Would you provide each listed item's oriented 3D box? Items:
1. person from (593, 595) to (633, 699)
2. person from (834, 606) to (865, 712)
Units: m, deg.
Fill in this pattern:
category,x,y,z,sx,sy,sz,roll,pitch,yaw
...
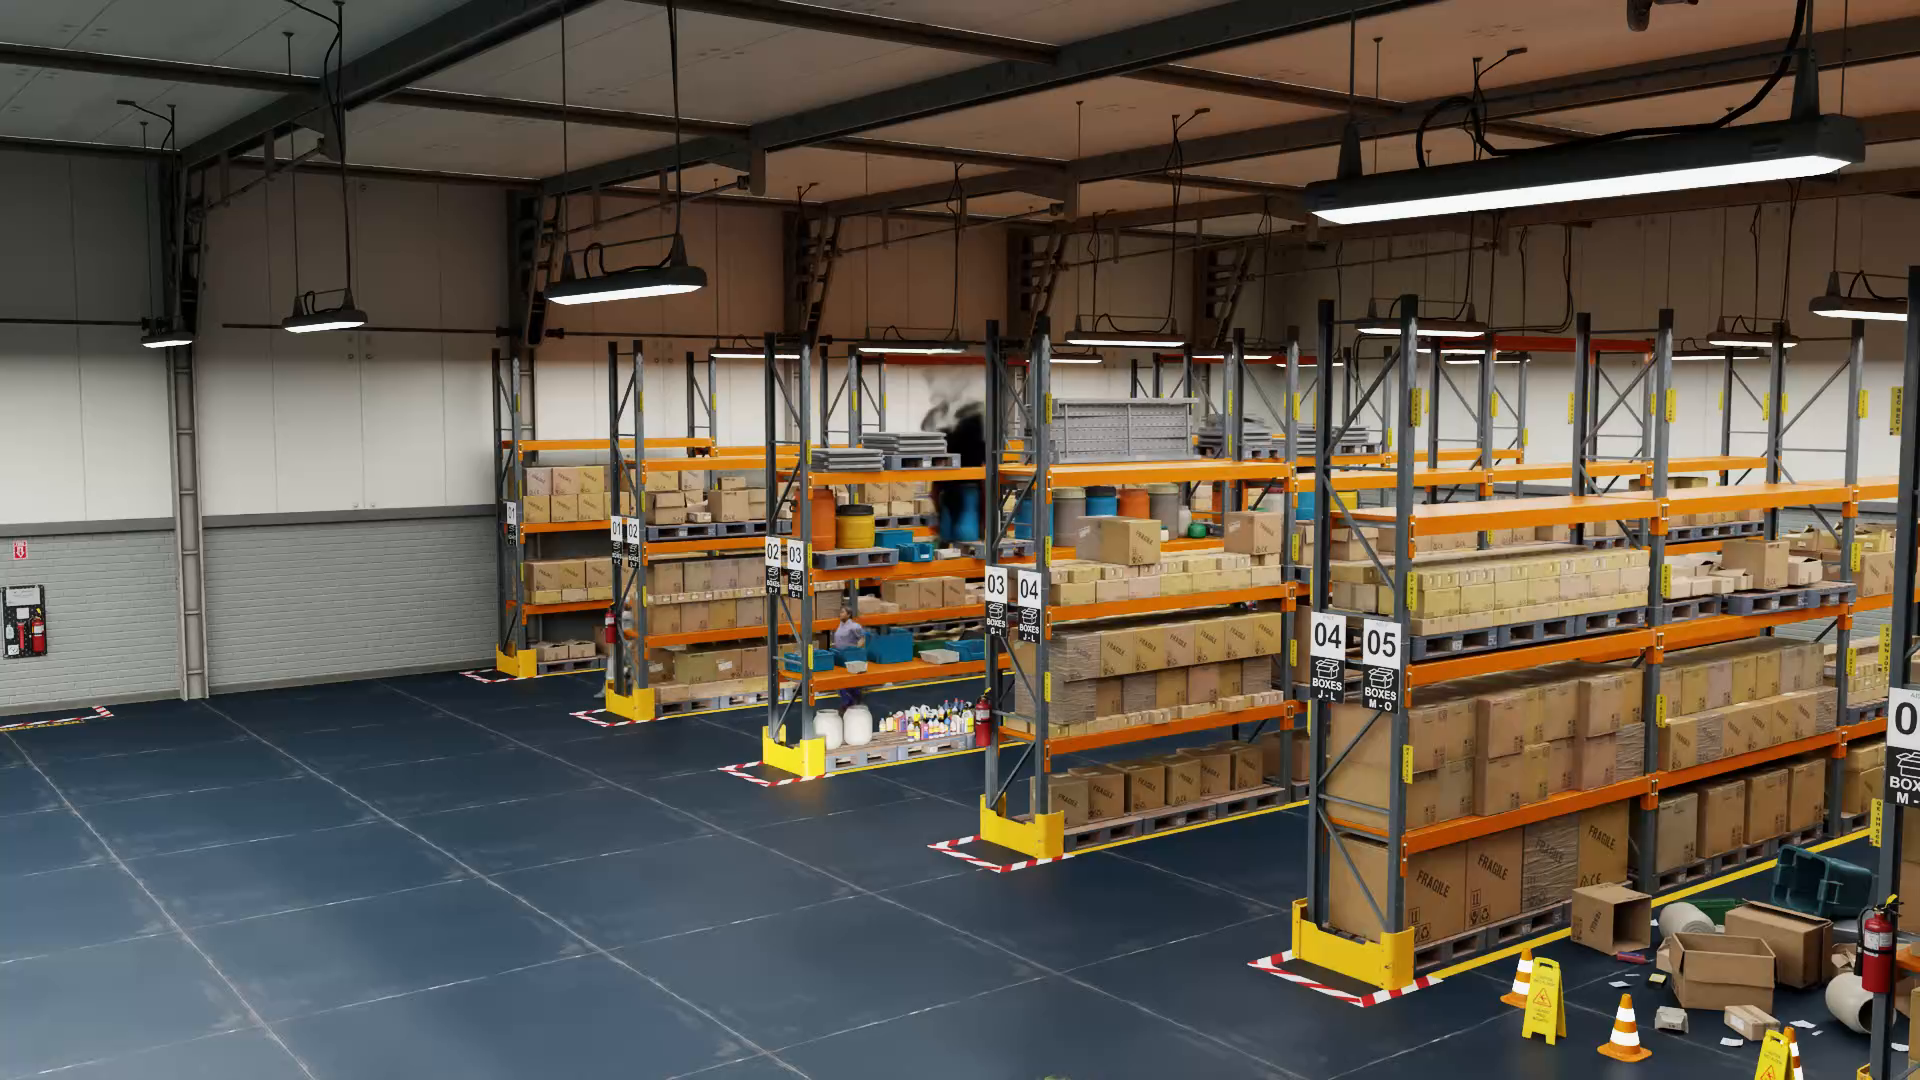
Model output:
category,x,y,z,sx,sy,sz,roll,pitch,yaw
person,-5.855,1.805,28.375,0.950,1.730,0.651,-4,6,-39
person,-1.730,1.829,25.621,0.485,1.625,0.605,-5,7,-43
